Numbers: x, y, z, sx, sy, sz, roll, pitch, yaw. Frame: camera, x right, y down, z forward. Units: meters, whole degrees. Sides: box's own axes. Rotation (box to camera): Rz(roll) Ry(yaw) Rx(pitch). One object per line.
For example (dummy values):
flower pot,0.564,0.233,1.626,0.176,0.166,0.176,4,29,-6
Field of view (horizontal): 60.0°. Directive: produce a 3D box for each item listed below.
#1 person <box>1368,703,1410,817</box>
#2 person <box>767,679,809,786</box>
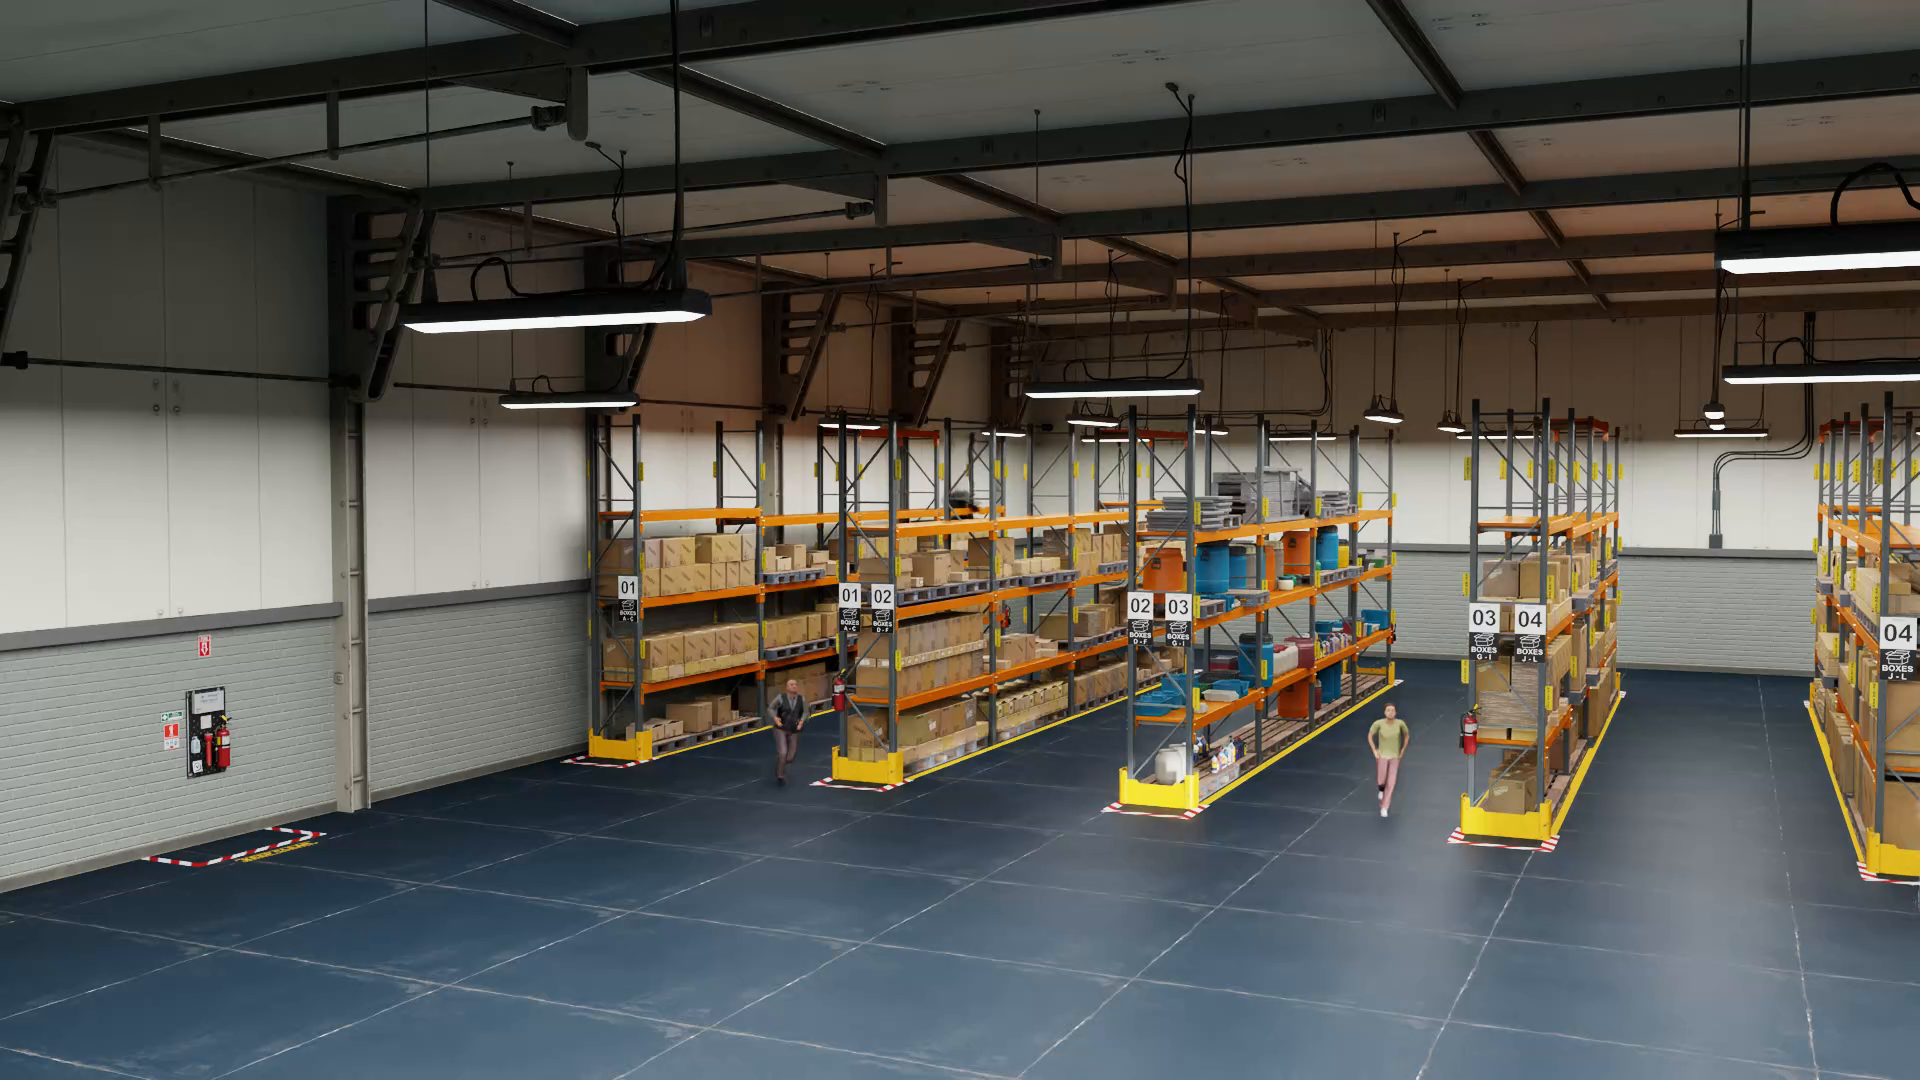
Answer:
person,6.295,3.191,24.407,0.602,1.637,0.678,0,2,9
person,-2.768,3.078,26.812,0.693,1.680,0.650,-1,2,-18
